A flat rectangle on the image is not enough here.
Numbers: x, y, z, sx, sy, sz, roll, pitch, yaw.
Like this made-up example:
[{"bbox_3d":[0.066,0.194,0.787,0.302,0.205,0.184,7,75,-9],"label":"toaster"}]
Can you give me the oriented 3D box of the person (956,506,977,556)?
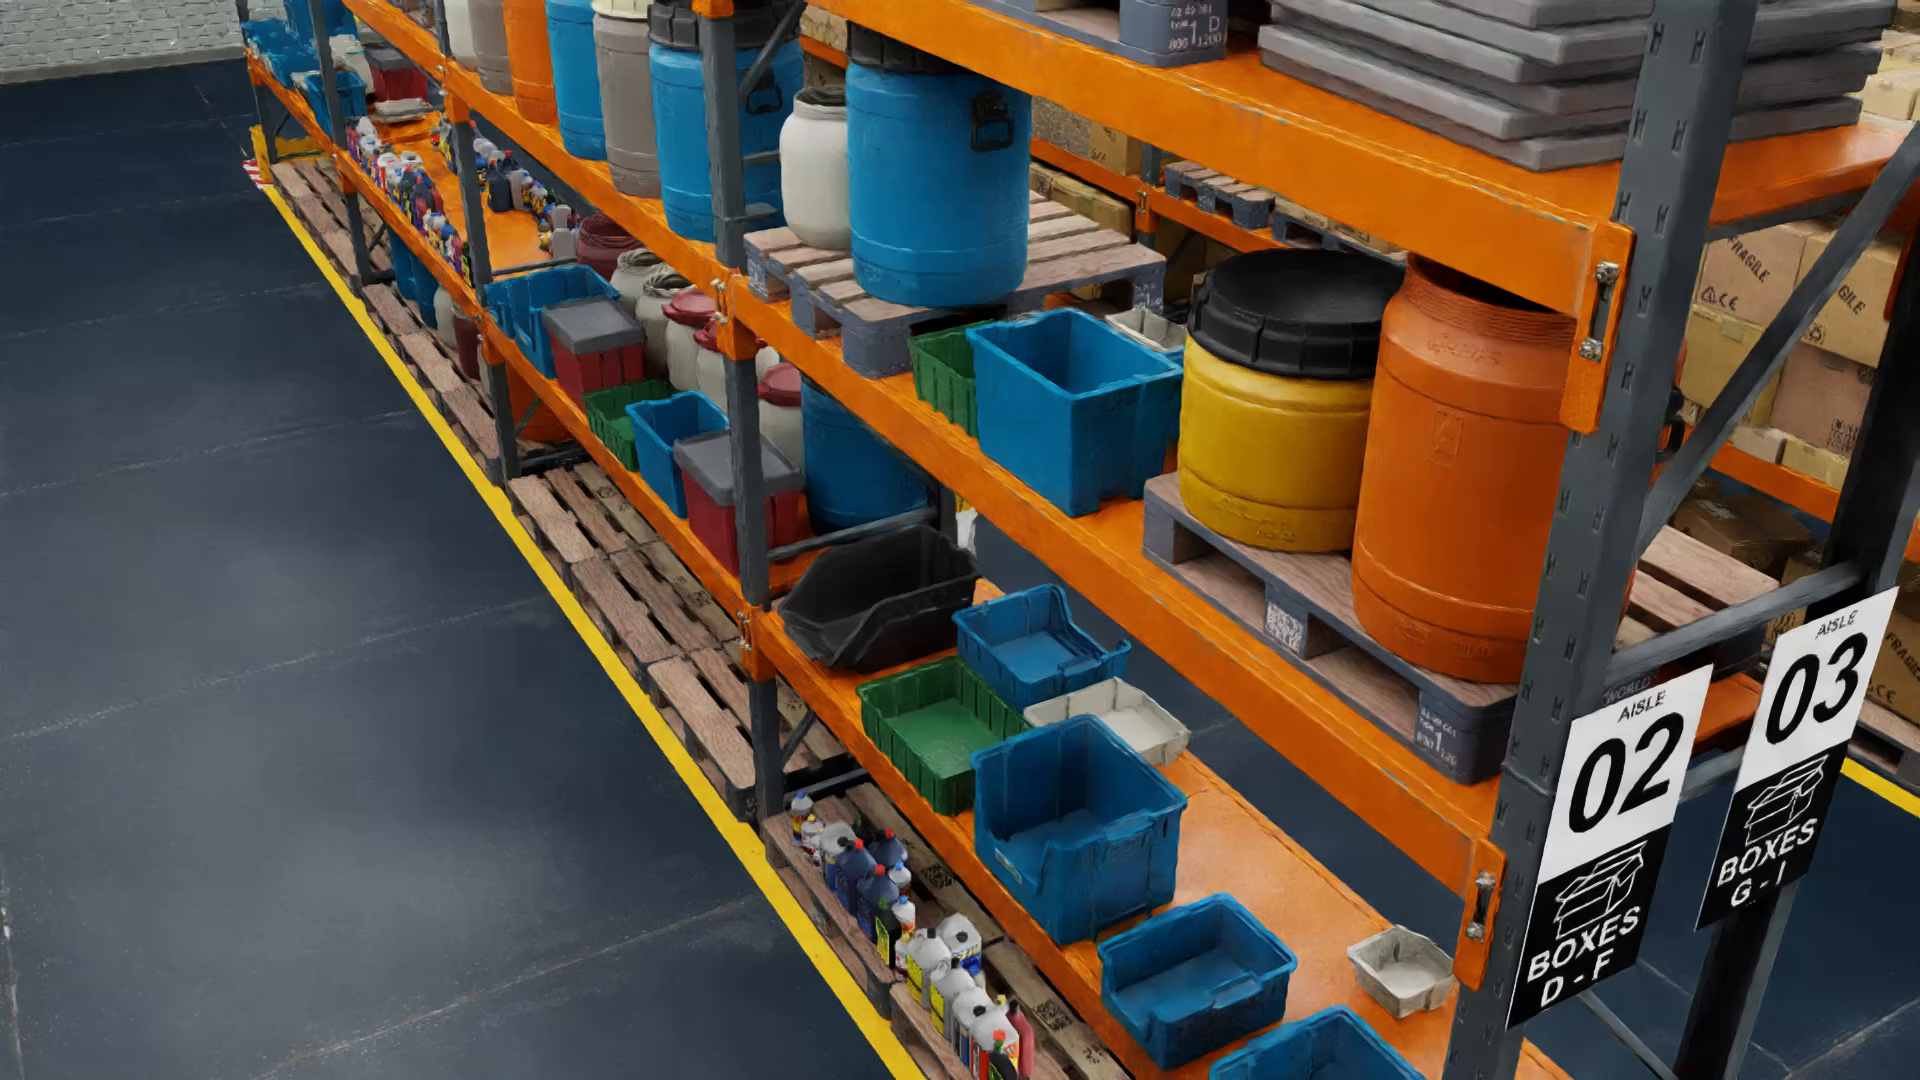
[{"bbox_3d":[-0.116,-0.097,8.680,0.560,1.666,0.644,-13,32,-22],"label":"person"}]
